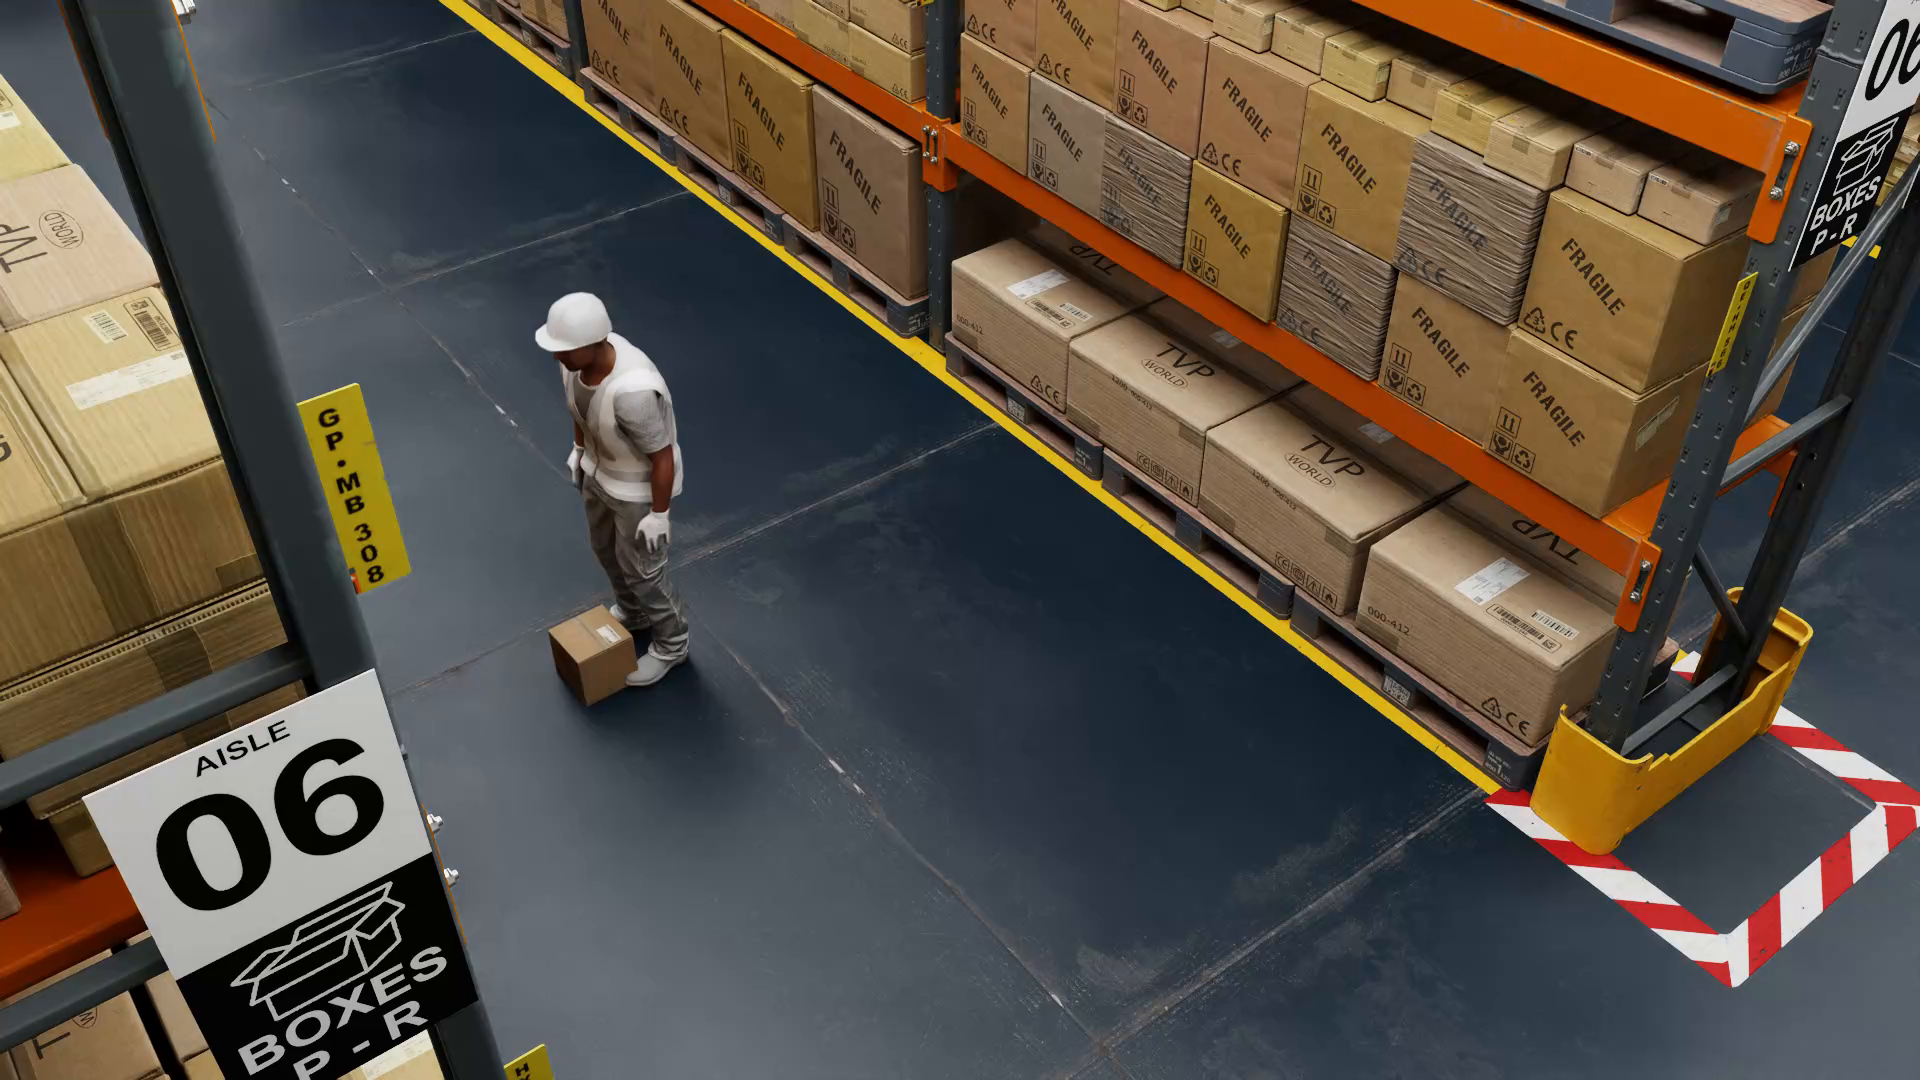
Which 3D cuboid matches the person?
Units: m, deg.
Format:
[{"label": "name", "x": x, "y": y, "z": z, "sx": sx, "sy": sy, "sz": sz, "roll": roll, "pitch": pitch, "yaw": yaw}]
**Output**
[{"label": "person", "x": -1.310, "y": -0.209, "z": 6.399, "sx": 0.452, "sy": 1.772, "sz": 0.615, "roll": -28, "pitch": 48, "yaw": -30}]
